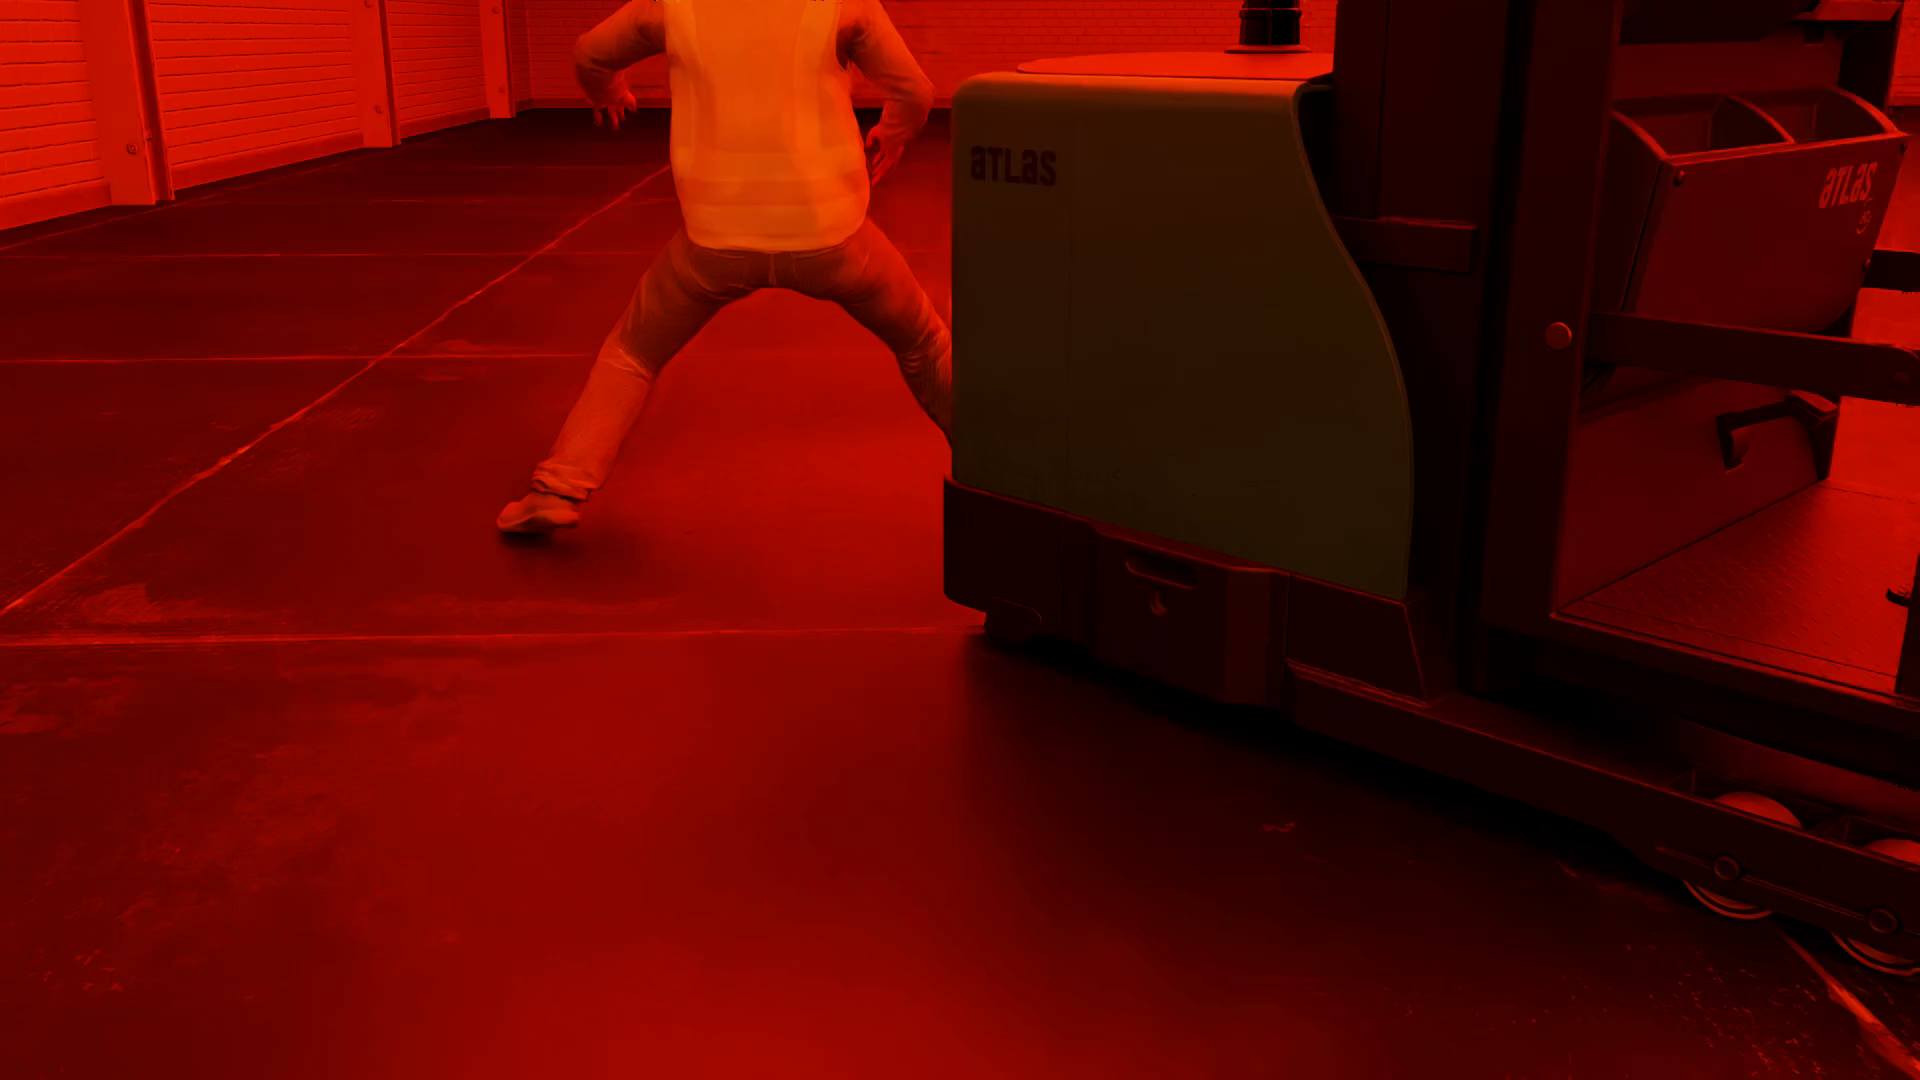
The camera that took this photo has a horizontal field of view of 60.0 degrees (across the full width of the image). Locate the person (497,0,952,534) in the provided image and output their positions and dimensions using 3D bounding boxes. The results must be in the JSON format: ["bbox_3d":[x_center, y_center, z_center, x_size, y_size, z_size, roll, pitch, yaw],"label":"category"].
[{"bbox_3d":[-0.480,-0.846,3.997,1.217,1.575,0.936,1,17,3],"label":"person"}]

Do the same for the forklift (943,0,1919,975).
[{"bbox_3d":[1.357,-1.020,2.243,1.130,2.935,3.031,-16,23,-42],"label":"forklift"}]
